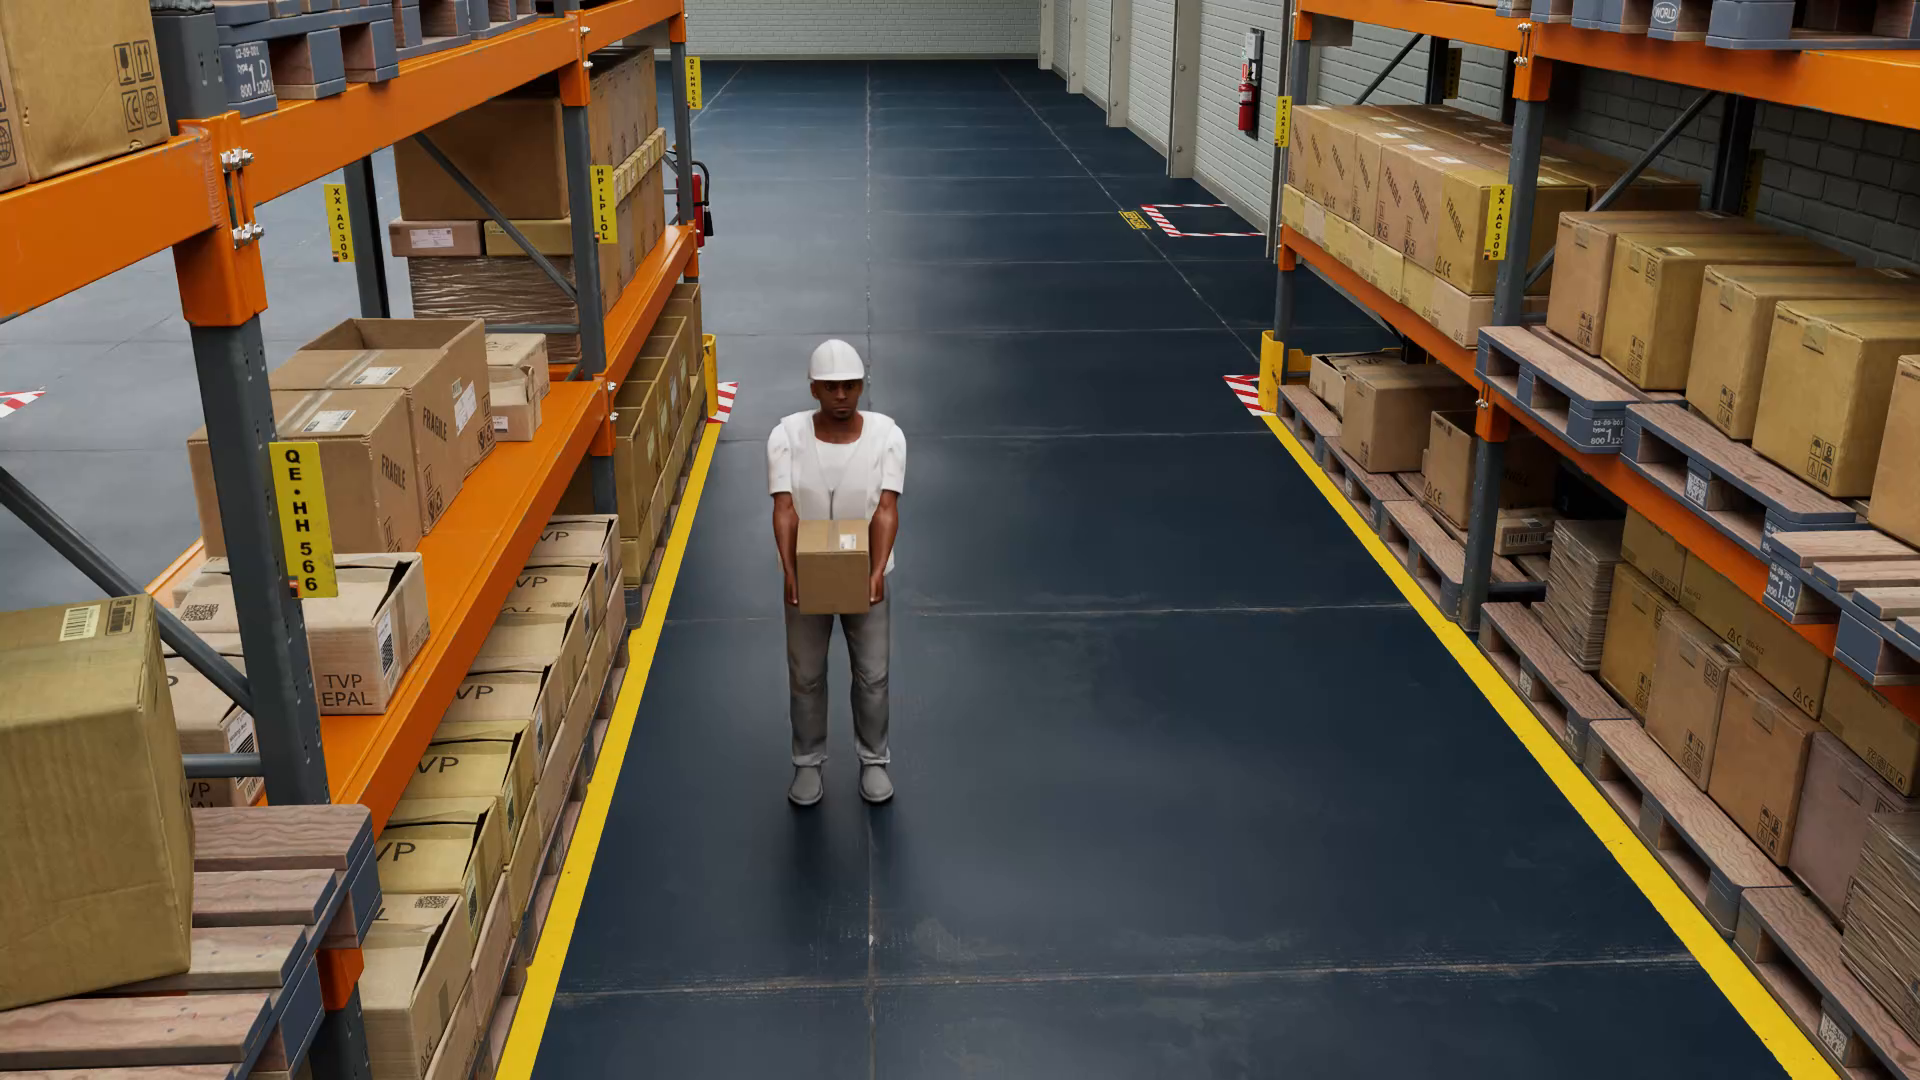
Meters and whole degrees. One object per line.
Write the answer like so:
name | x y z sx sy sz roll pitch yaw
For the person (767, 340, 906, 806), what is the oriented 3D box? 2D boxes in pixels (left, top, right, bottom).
person | -0.442 0.162 6.106 0.505 1.762 0.559 -1 20 -3
